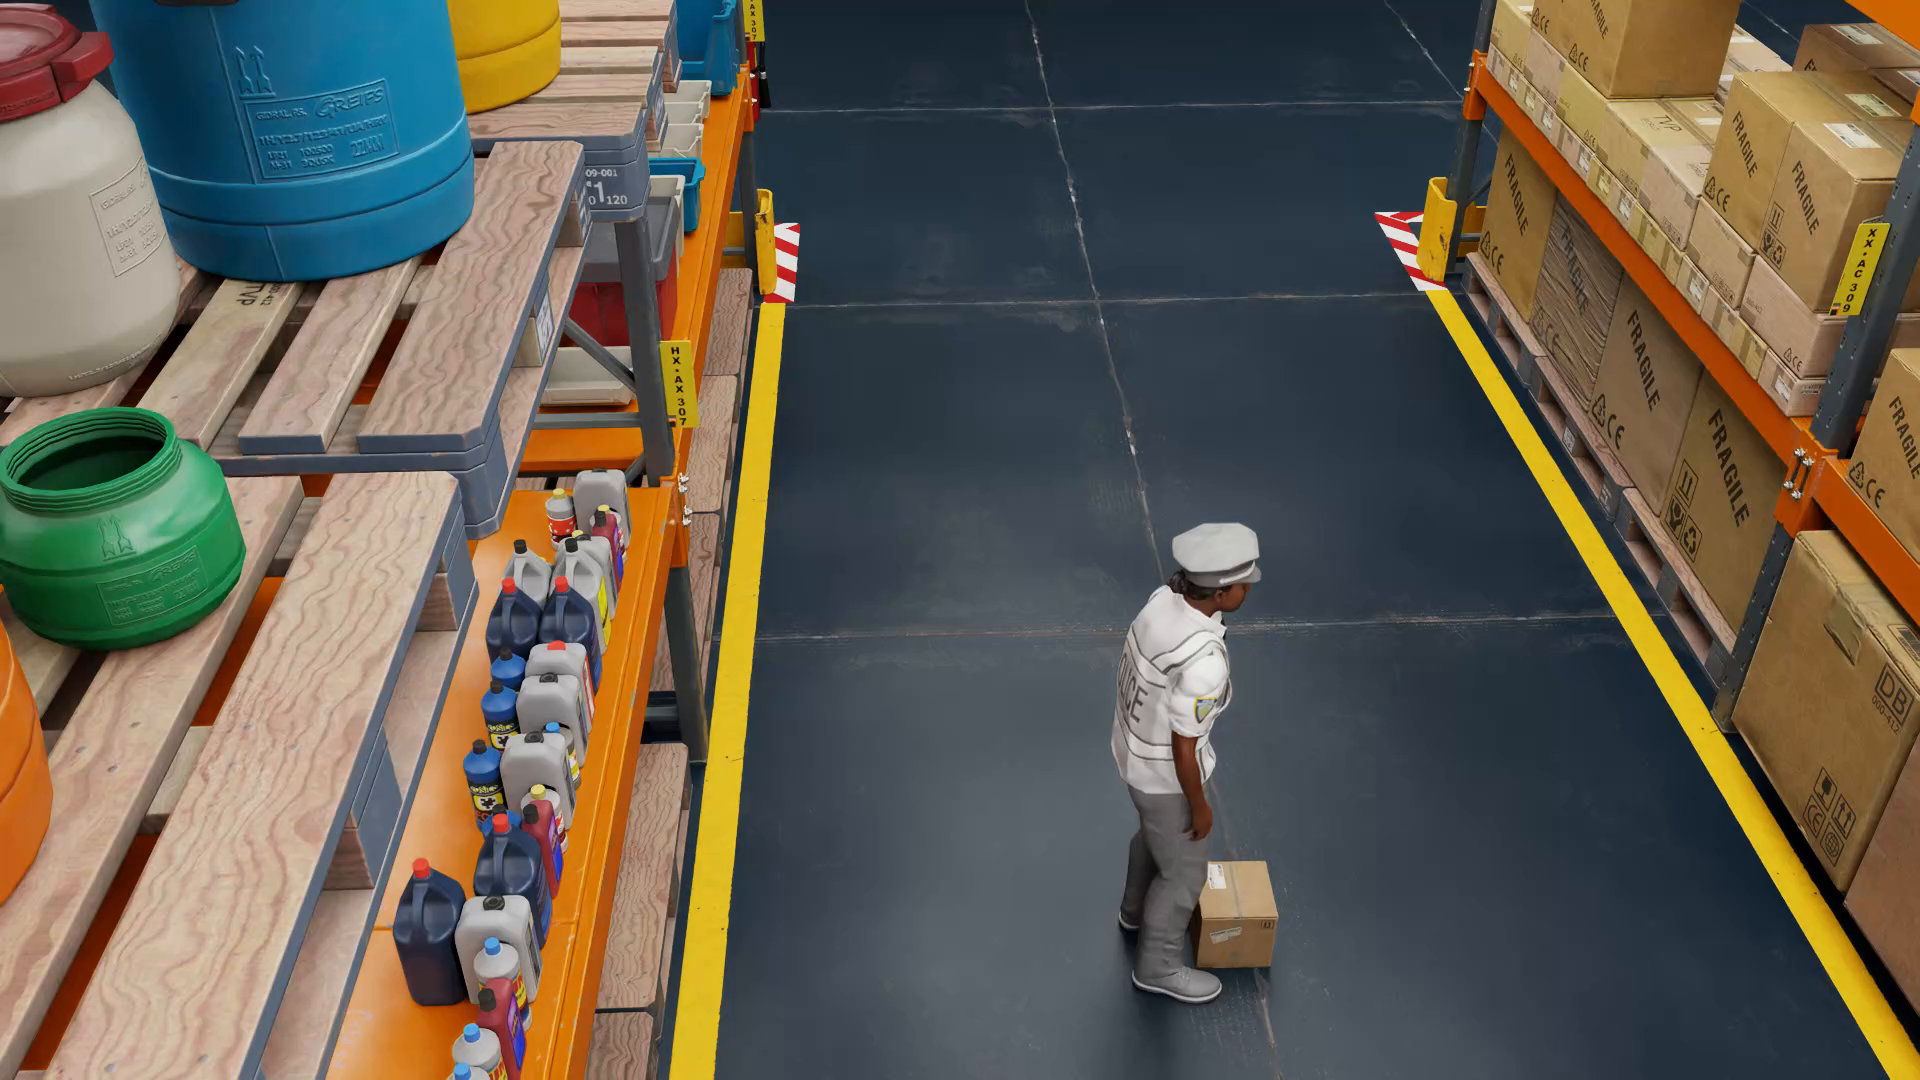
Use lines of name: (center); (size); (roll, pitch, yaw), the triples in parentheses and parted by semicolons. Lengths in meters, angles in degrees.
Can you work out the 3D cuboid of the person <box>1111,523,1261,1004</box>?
person: (0.676, 0.696, 5.167); (0.397, 1.660, 0.531); (-4, 36, -5)
